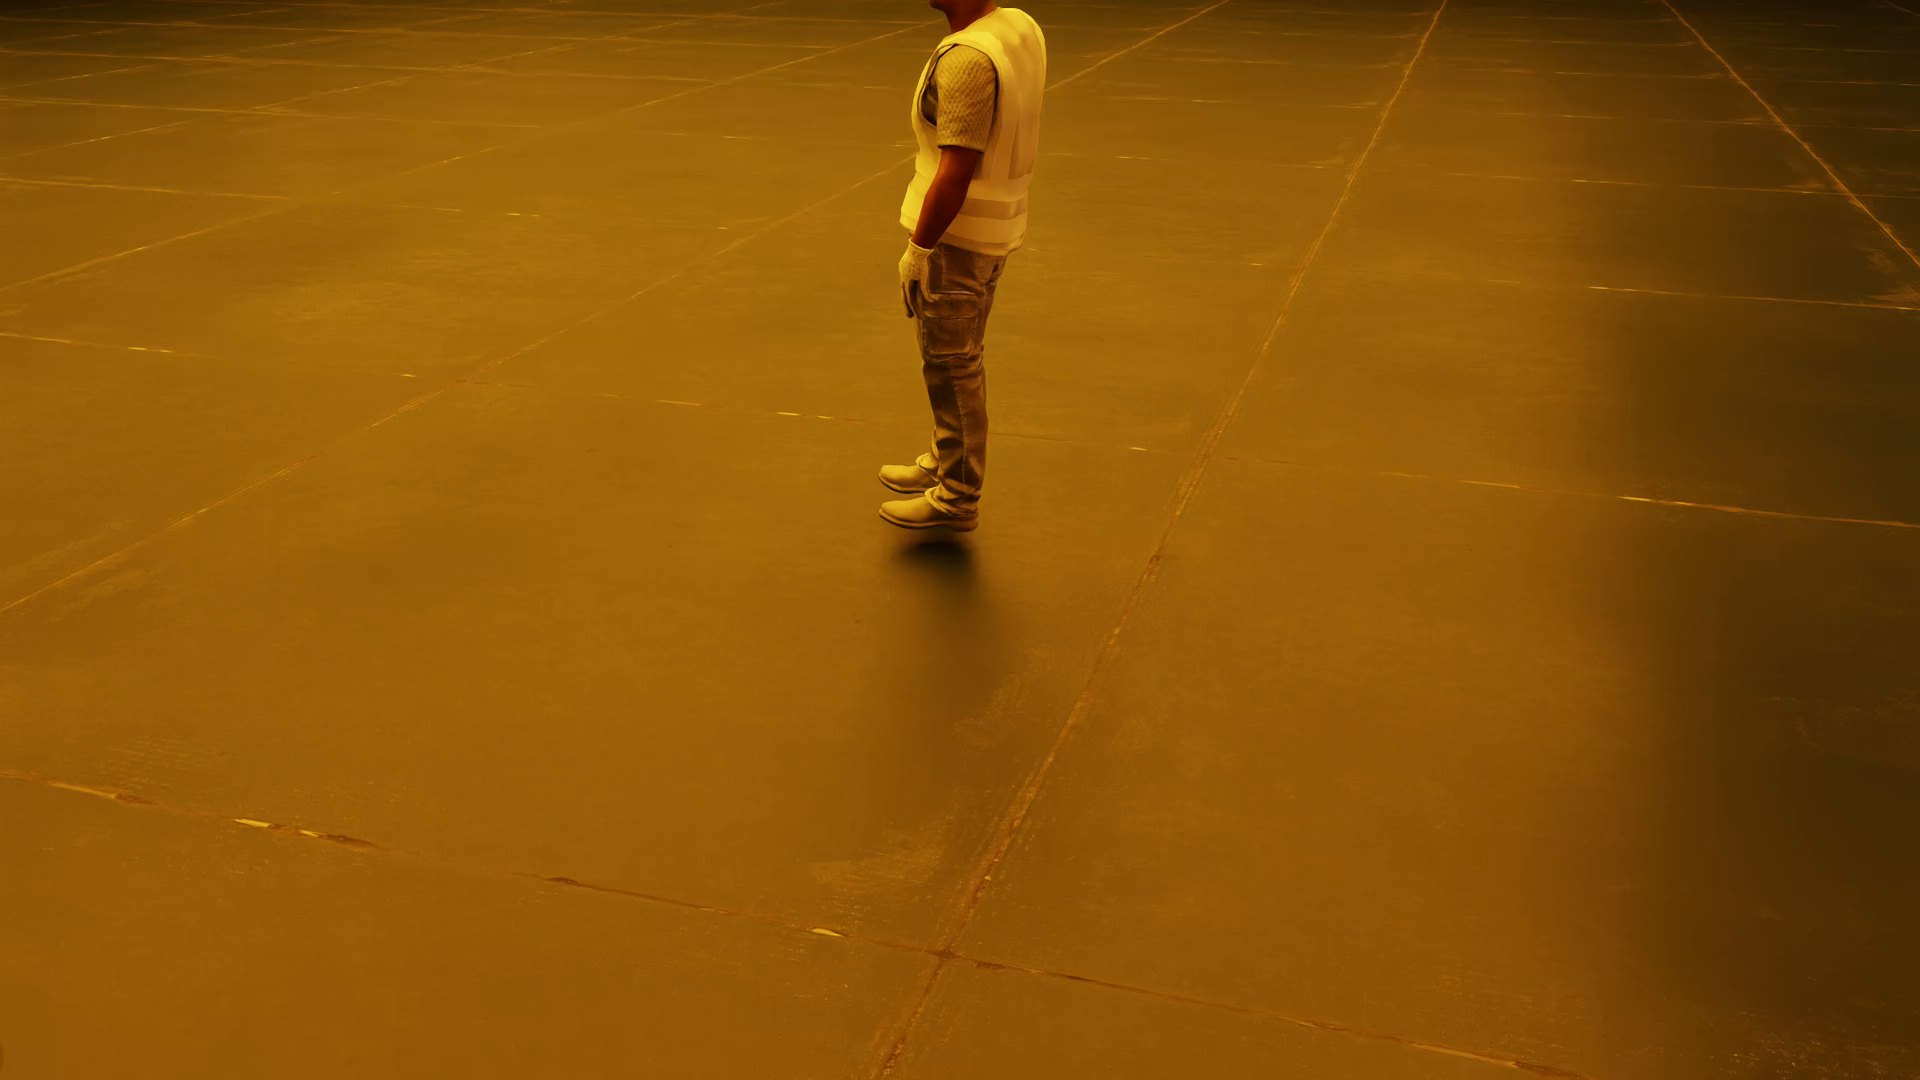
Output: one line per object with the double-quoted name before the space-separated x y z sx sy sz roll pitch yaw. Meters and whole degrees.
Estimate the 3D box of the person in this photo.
"person" -0.066 -0.880 4.790 0.577 1.781 0.656 7 23 16
